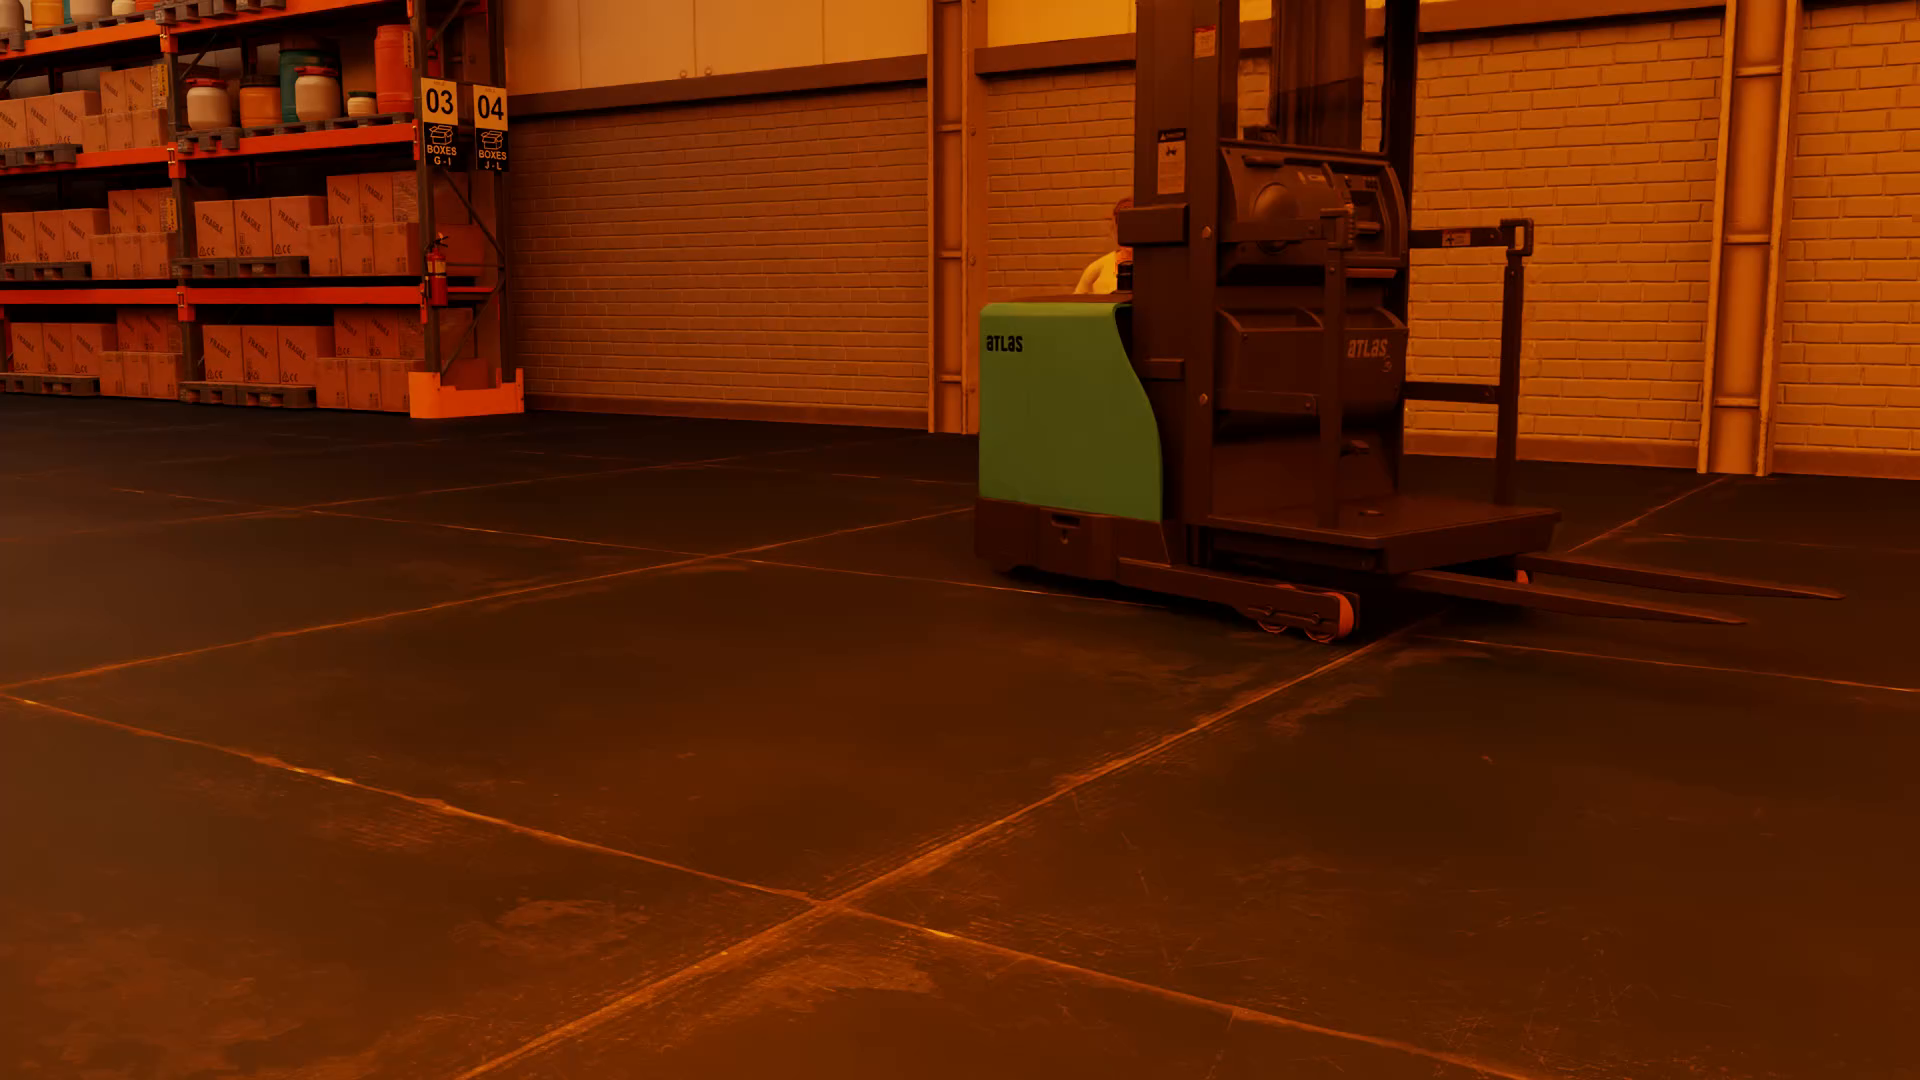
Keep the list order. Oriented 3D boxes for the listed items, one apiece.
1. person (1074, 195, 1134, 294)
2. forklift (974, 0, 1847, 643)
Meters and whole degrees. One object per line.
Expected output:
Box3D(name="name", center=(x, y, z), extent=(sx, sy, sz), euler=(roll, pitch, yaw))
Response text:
Box3D(name="person", center=(0.737, -0.777, 7.588), extent=(0.824, 1.573, 0.587), euler=(5, 9, 29))
Box3D(name="forklift", center=(1.382, -1.202, 5.646), extent=(1.130, 2.935, 3.031), euler=(-7, 10, -39))
